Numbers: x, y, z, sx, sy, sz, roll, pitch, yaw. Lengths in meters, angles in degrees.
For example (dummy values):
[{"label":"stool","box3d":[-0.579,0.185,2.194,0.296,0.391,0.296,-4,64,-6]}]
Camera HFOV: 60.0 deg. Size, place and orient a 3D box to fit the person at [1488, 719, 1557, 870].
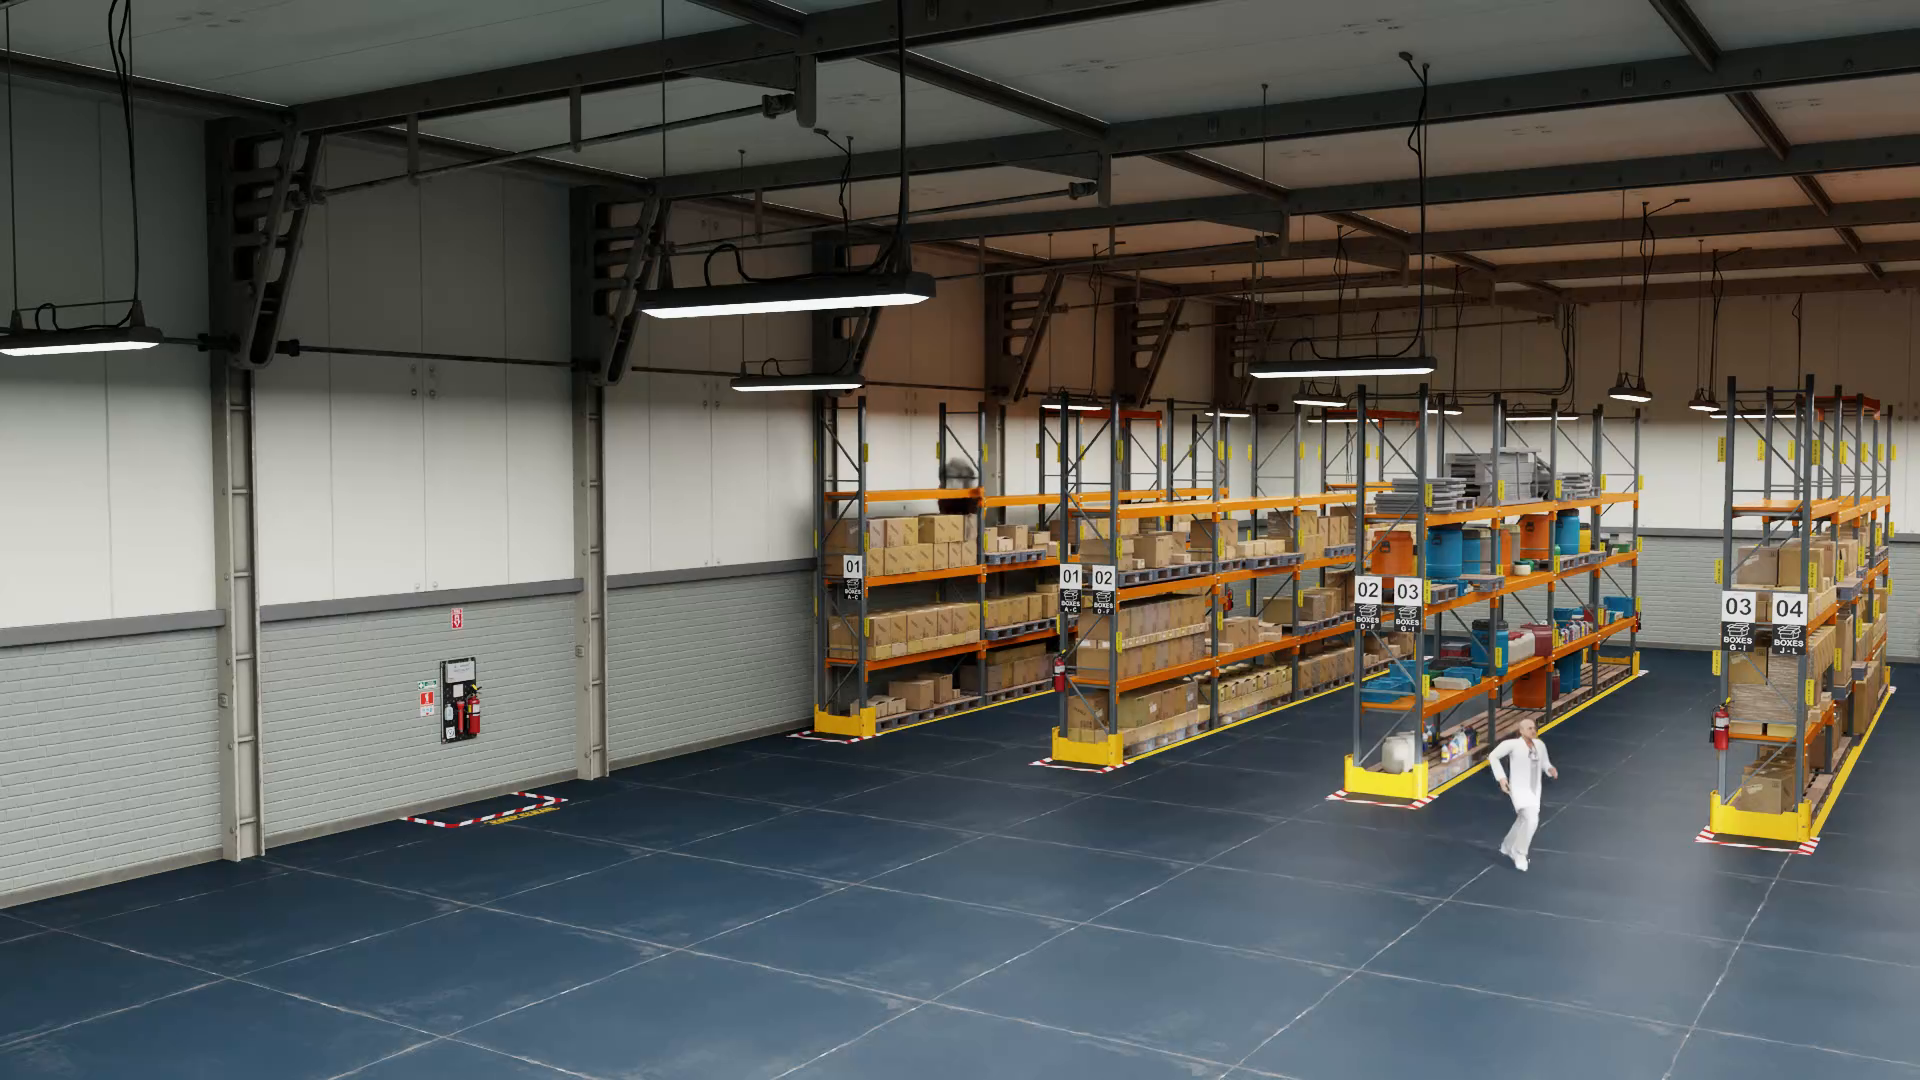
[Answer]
[{"label":"person","box3d":[6.854,3.074,20.131,0.693,1.823,0.808,-1,3,-26]}]
